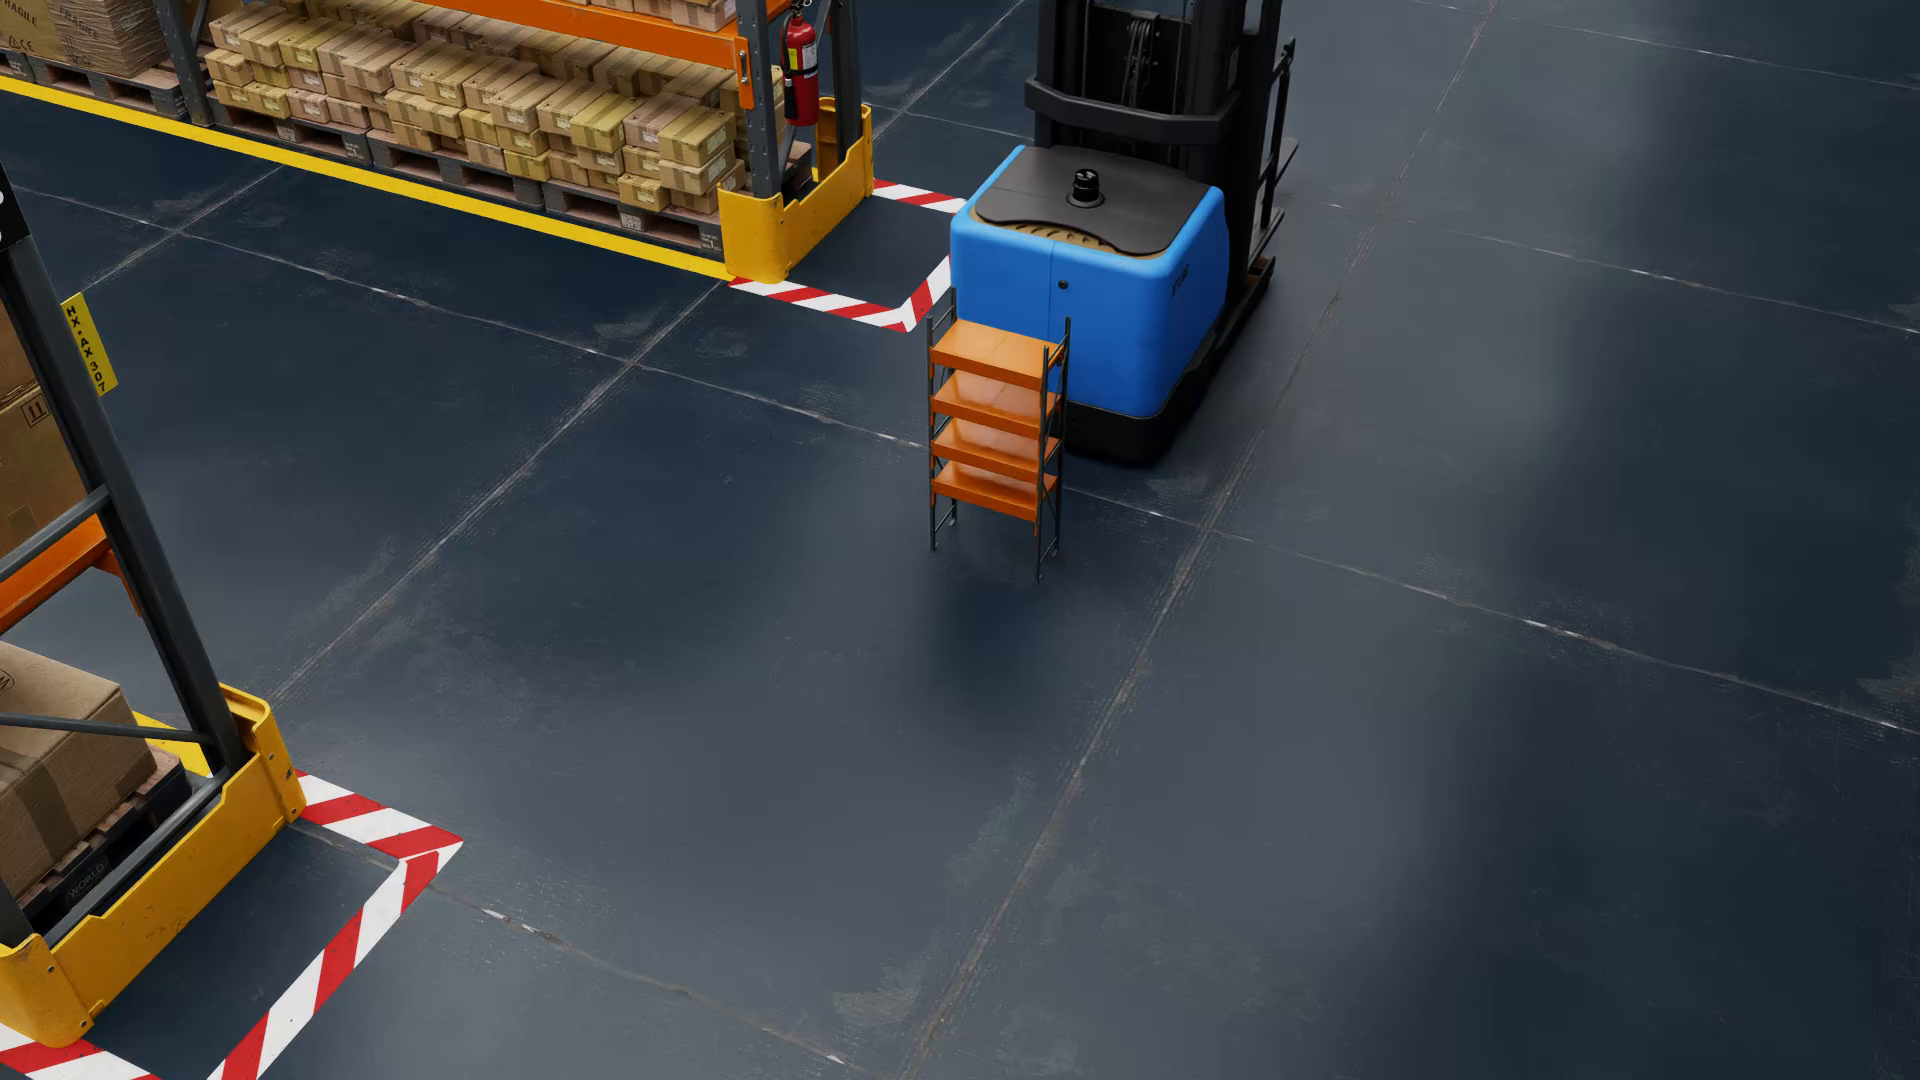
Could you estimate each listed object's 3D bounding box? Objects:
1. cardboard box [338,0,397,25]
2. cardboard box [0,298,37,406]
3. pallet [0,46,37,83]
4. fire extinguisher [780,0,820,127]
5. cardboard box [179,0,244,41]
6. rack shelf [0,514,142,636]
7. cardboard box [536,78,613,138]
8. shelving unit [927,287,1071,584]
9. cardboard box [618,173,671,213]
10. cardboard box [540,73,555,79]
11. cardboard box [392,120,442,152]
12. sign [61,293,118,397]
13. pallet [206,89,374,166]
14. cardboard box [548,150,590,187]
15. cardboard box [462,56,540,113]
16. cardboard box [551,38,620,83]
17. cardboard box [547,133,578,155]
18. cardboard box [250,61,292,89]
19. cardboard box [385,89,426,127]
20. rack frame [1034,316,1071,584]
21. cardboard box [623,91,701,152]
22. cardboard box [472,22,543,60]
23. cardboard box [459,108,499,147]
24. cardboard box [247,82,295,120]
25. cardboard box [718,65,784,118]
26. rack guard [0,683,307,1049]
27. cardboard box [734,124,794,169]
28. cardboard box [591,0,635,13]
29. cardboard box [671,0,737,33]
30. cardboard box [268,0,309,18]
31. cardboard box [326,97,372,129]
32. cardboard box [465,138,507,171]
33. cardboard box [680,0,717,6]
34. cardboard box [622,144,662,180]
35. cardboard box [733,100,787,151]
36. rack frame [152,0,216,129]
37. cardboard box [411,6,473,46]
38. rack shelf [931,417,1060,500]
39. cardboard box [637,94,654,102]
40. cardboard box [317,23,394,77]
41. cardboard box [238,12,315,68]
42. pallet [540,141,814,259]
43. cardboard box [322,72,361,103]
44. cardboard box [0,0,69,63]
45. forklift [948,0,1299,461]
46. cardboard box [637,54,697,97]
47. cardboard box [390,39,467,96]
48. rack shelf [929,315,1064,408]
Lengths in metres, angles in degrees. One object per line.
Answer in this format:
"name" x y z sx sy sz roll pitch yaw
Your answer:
"cardboard box" -3.524 -3.205 10.059 0.250 0.149 0.380 17 44 18
"cardboard box" -3.124 -0.599 4.811 0.500 0.500 0.500 16 43 18
"pallet" -6.249 -3.453 11.072 1.213 0.211 1.003 17 44 19
"fire extinguisher" -0.775 -2.333 7.996 0.183 0.674 0.296 17 44 19
"cardboard box" -4.990 -3.531 10.621 0.500 0.500 0.500 19 44 20
"rack shelf" -4.622 -0.163 5.697 4.000 0.370 1.077 17 44 19
"cardboard box" -2.095 -2.359 9.083 0.250 0.149 0.380 15 43 17
"shelving unit" 0.150 -0.408 6.804 0.503 1.200 0.258 17 44 19
"cardboard box" -1.649 -1.962 9.079 0.250 0.149 0.380 18 44 20
"cardboard box" -2.388 -2.666 9.665 0.250 0.149 0.380 19 44 21
"cardboard box" -3.046 -2.409 9.596 0.250 0.149 0.380 16 43 17
"sign" -2.569 -0.566 4.891 0.005 0.325 0.100 17 44 19
"pallet" -3.809 -2.736 10.246 1.213 0.211 1.003 17 44 19
"cardboard box" -2.081 -2.147 9.292 0.250 0.149 0.380 17 44 19
"cardboard box" -2.554 -2.539 9.291 0.250 0.149 0.380 16 43 17
"cardboard box" -2.121 -2.753 9.538 0.250 0.149 0.380 19 44 20
"cardboard box" -2.079 -2.296 9.238 0.250 0.149 0.380 16 44 18
"cardboard box" -3.973 -2.841 9.867 0.250 0.149 0.380 17 44 19
"cardboard box" -3.052 -2.521 9.498 0.250 0.149 0.380 17 44 18
"rack frame" 0.371 -0.340 6.726 0.015 1.200 0.240 17 44 19
"cardboard box" -1.598 -2.253 8.961 0.250 0.149 0.380 18 44 19
"cardboard box" -2.609 -2.866 9.668 0.250 0.149 0.380 17 44 19
"cardboard box" -2.578 -2.378 9.333 0.250 0.149 0.380 19 44 21
"cardboard box" -3.998 -2.671 9.897 0.250 0.149 0.380 18 44 20
"cardboard box" -1.139 -2.500 9.246 0.250 0.149 0.380 15 43 17
"rack guard" -2.788 1.070 5.634 0.348 0.500 1.175 17 44 19
"cardboard box" -1.148 -2.264 9.427 0.250 0.149 0.380 18 44 19
"cardboard box" -1.666 -2.826 8.412 0.250 0.149 0.380 17 44 18
"cardboard box" -1.223 -2.675 8.237 0.250 0.149 0.380 17 44 19
"cardboard box" -4.000 -3.317 10.188 0.250 0.149 0.380 18 44 20
"cardboard box" -3.499 -2.592 9.807 0.250 0.149 0.380 16 43 18
"cardboard box" -2.578 -2.268 9.432 0.250 0.149 0.380 18 44 19
"cardboard box" -1.324 -2.969 8.082 0.500 0.500 0.500 18 44 19
"cardboard box" -1.621 -2.122 9.037 0.250 0.149 0.380 16 43 18
"cardboard box" -1.174 -2.338 9.287 0.250 0.149 0.380 19 44 20
"rack frame" -4.433 -3.955 9.523 0.127 3.000 1.000 17 44 19
"cardboard box" -3.037 -3.067 9.900 0.250 0.149 0.380 15 43 17
"rack shelf" 0.150 -0.357 6.848 0.480 0.148 0.258 17 44 19
"cardboard box" -1.658 -2.463 9.430 0.250 0.149 0.380 18 44 19
"cardboard box" -3.488 -2.832 9.629 0.250 0.149 0.380 16 43 18
"cardboard box" -3.984 -2.931 9.743 0.250 0.149 0.380 19 44 21
"pallet" -1.598 -2.060 9.466 1.213 0.211 1.003 17 44 19
"cardboard box" -3.493 -2.719 9.726 0.250 0.149 0.380 15 43 16
"cardboard box" -5.675 -3.367 10.432 0.500 0.500 0.500 16 43 18
"forklift" 1.012 -2.433 7.819 1.130 2.935 3.031 17 44 18
"cardboard box" -1.614 -2.651 9.420 0.250 0.149 0.380 17 44 19
"cardboard box" -3.010 -2.686 9.461 0.250 0.149 0.380 15 43 17
"rack shelf" 0.150 -0.704 6.547 0.480 0.148 0.258 17 44 19
